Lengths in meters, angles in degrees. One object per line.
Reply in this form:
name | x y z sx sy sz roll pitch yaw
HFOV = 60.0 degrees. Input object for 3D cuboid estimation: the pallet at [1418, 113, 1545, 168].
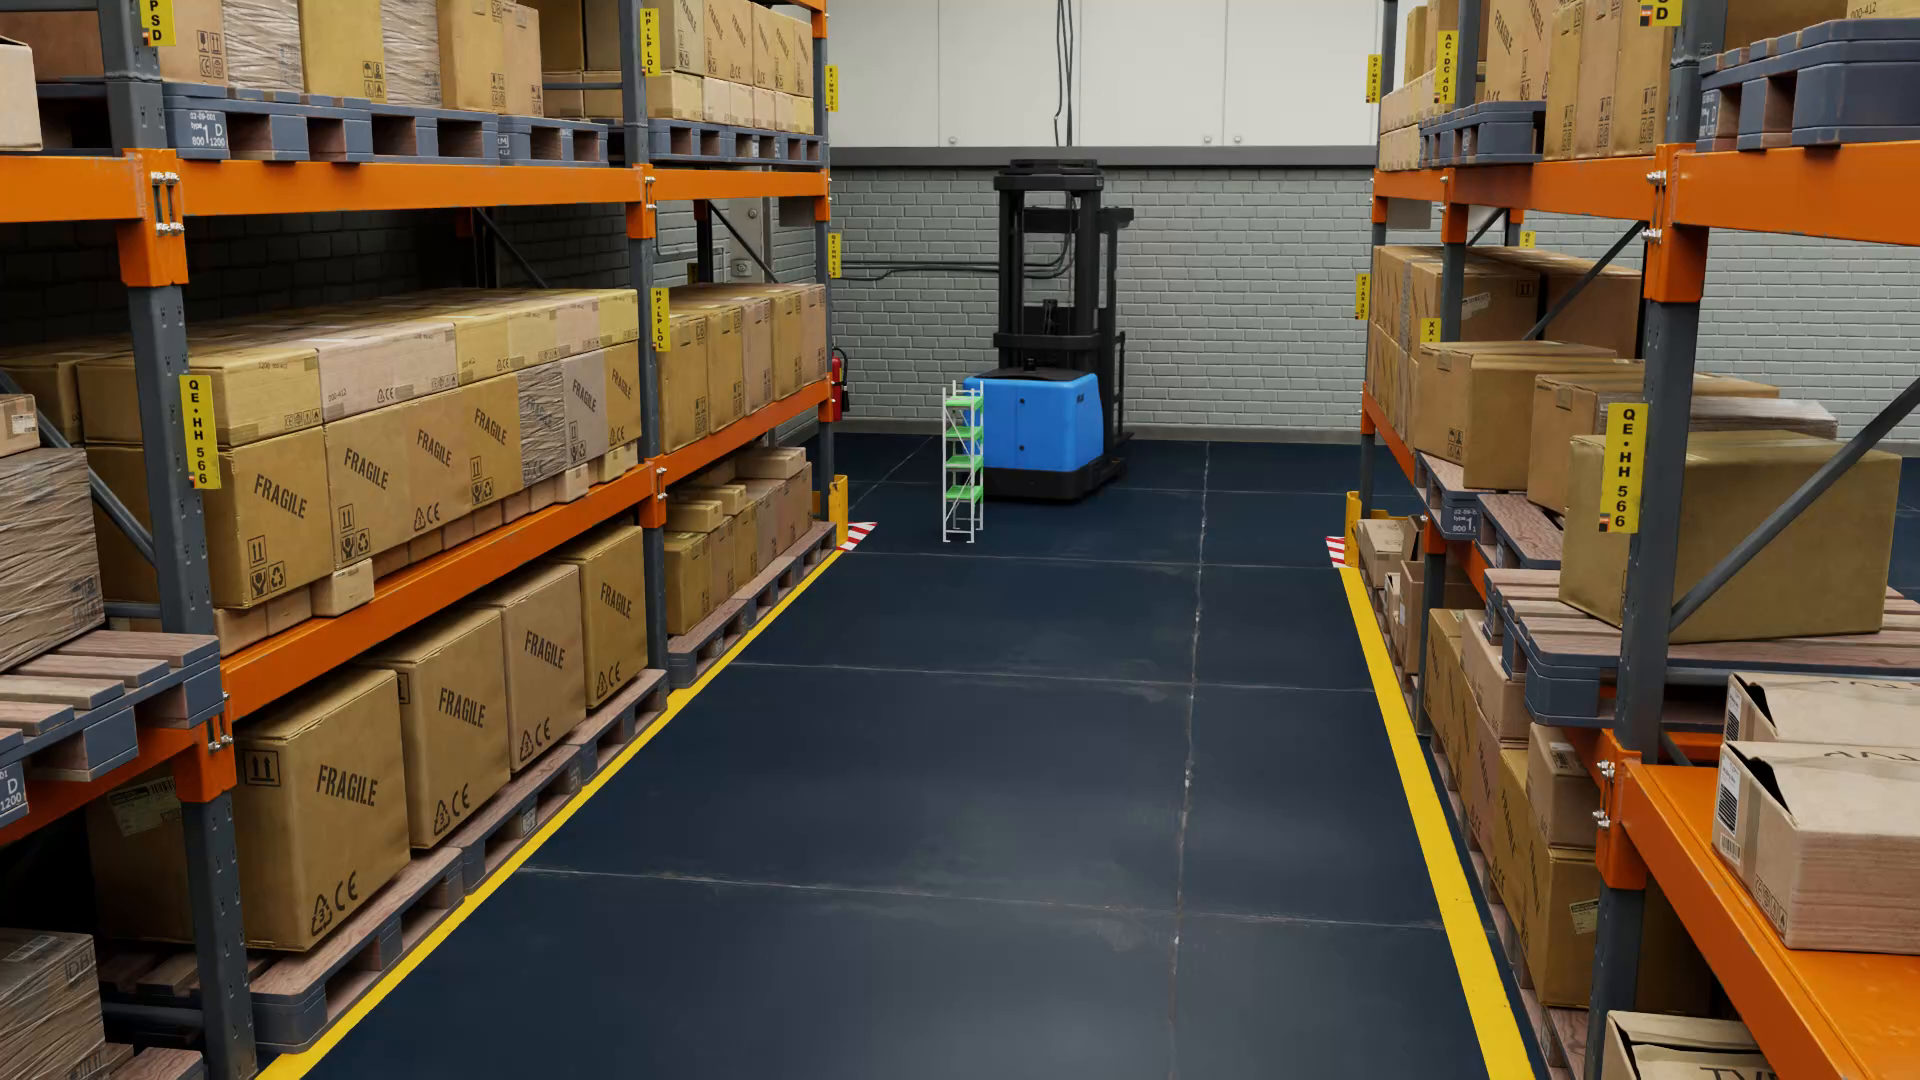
pallet | 2.637 -1.708 7.127 1.213 0.211 1.003 2 12 9

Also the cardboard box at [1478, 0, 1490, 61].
cardboard box | 2.844 -2.574 8.086 0.700 0.500 0.500 2 12 9

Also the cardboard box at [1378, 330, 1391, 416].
cardboard box | 2.939 -1.053 10.523 0.500 0.500 0.500 2 12 8

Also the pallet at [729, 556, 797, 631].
pallet | -1.709 0.326 10.982 1.003 0.211 1.213 2 12 9

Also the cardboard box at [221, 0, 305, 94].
cardboard box | -2.657 -1.740 5.544 0.700 0.500 0.500 1 12 6

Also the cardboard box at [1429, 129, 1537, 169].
cardboard box | 2.619 -1.970 8.252 0.500 0.250 0.500 2 12 9

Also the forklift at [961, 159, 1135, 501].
forklift | 0.972 -2.041 15.506 1.130 2.935 3.031 4 13 19

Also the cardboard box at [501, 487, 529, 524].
cardboard box | -2.100 -0.172 7.218 0.380 0.149 0.250 2 12 7

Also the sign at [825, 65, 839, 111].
sign | -0.940 -3.300 12.151 0.100 0.325 0.005 2 12 9

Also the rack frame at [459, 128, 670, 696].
rack frame | -2.089 -0.627 8.784 1.000 3.000 0.127 2 12 9

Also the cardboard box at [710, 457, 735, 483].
cardboard box | -1.777 -0.486 11.527 0.380 0.149 0.250 2 12 9

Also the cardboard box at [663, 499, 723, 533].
cardboard box | -1.639 -0.145 9.945 0.380 0.149 0.250 2 12 11

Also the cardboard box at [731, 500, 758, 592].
cardboard box | -1.711 0.026 10.690 0.700 0.500 0.500 2 12 10

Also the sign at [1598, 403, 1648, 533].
sign | 1.654 -0.178 4.138 0.100 0.325 0.005 2 12 9

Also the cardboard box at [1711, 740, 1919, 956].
cardboard box | 1.862 0.589 3.353 0.500 0.311 0.500 2 12 8

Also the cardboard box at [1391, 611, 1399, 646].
cardboard box | 2.612 0.503 9.261 0.380 0.149 0.250 2 12 9

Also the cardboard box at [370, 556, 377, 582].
cardboard box | -2.336 0.096 5.975 0.380 0.149 0.250 2 12 8

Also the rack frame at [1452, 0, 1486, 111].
rack frame | 2.807 -3.400 7.411 1.000 3.000 0.127 2 12 9

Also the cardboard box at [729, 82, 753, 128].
cardboard box | -1.558 -2.622 10.043 0.500 0.250 0.500 2 12 7

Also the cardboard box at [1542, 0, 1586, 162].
cardboard box | 2.384 -1.456 5.274 0.910 0.500 0.500 2 12 9

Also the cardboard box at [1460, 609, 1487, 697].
cardboard box | 2.338 0.474 6.784 0.500 0.250 0.500 2 12 9

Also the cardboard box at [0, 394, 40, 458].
cardboard box | -2.727 -0.303 4.457 0.380 0.149 0.250 0 12 1

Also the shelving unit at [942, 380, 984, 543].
shelving unit | 0.025 -0.621 13.027 0.258 1.200 0.503 2 12 9

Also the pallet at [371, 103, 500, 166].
pallet | -2.488 -1.537 6.334 1.003 0.211 1.213 2 12 11

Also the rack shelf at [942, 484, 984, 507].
rack shelf | 0.025 -0.324 13.091 0.258 0.148 0.480 2 12 9

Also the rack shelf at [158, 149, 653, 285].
rack shelf | -2.396 -1.326 6.612 1.077 0.370 4.000 2 12 9

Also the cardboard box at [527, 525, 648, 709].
cardboard box | -2.060 0.358 8.319 0.750 0.750 0.750 2 12 9

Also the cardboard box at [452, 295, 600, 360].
cardboard box | -1.996 -0.986 7.679 0.500 0.250 0.500 2 12 10

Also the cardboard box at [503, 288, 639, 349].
cardboard box | -1.908 -1.092 8.171 0.500 0.250 0.500 2 12 10

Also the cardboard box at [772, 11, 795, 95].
cardboard box | -1.404 -3.209 10.984 0.500 0.500 0.500 2 12 10

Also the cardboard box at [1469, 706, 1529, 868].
cardboard box | 2.258 0.953 6.342 0.500 0.500 0.500 1 12 7

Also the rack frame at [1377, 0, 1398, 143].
rack frame | 3.422 -4.233 11.274 1.000 3.000 0.127 2 12 9

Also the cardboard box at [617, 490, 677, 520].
cardboard box | -1.972 -0.221 10.295 0.380 0.149 0.250 1 12 7

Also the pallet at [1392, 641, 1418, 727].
pallet | 2.913 0.753 9.000 1.003 0.211 1.213 2 12 9

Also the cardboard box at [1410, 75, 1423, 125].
cardboard box | 2.772 -2.423 9.165 0.500 0.250 0.500 2 12 9

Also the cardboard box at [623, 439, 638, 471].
cardboard box | -1.861 -0.435 8.439 0.380 0.149 0.250 2 12 9

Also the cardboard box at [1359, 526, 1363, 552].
cardboard box | 2.979 -0.002 11.564 0.380 0.166 0.250 2 12 9

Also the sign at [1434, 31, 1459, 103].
sign | 2.269 -2.203 7.746 0.100 0.325 0.005 2 12 9

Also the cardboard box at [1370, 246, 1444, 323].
cardboard box | 3.093 -1.754 11.401 0.500 0.500 0.500 2 12 10

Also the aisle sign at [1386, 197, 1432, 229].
aisle sign | 3.142 -2.595 11.742 0.394 0.787 0.004 2 12 9

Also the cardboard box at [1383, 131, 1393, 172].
cardboard box | 3.002 -2.491 10.667 0.500 0.250 0.500 2 12 9

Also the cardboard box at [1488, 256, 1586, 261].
cardboard box | 3.394 -1.416 9.833 0.500 0.500 0.500 2 12 10

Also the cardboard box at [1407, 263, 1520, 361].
cardboard box | 2.705 -1.226 8.949 0.500 0.500 0.500 2 12 8

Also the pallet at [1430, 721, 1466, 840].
pallet | 2.719 1.066 7.545 1.003 0.211 1.213 2 12 9

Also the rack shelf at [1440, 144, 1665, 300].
rack shelf | 2.499 -1.166 5.870 1.077 0.370 4.000 2 12 9

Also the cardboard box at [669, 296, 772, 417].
cardboard box | -1.769 -1.190 10.682 0.980 0.700 0.700 1 12 6

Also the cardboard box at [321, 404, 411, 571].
cardboard box | -2.287 -0.200 5.811 0.500 0.500 0.500 2 12 11

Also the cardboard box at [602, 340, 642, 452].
cardboard box | -1.911 -0.727 8.256 0.500 0.500 0.500 2 12 8

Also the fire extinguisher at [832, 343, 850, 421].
fire extinguisher | -0.994 -1.256 12.771 0.296 0.674 0.183 2 12 9

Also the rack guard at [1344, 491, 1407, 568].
rack guard | 3.410 -0.062 12.096 1.175 0.500 0.348 2 12 9

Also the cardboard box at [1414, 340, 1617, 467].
cardboard box | 2.513 -0.630 7.564 0.700 0.500 0.500 -2 12 -10
